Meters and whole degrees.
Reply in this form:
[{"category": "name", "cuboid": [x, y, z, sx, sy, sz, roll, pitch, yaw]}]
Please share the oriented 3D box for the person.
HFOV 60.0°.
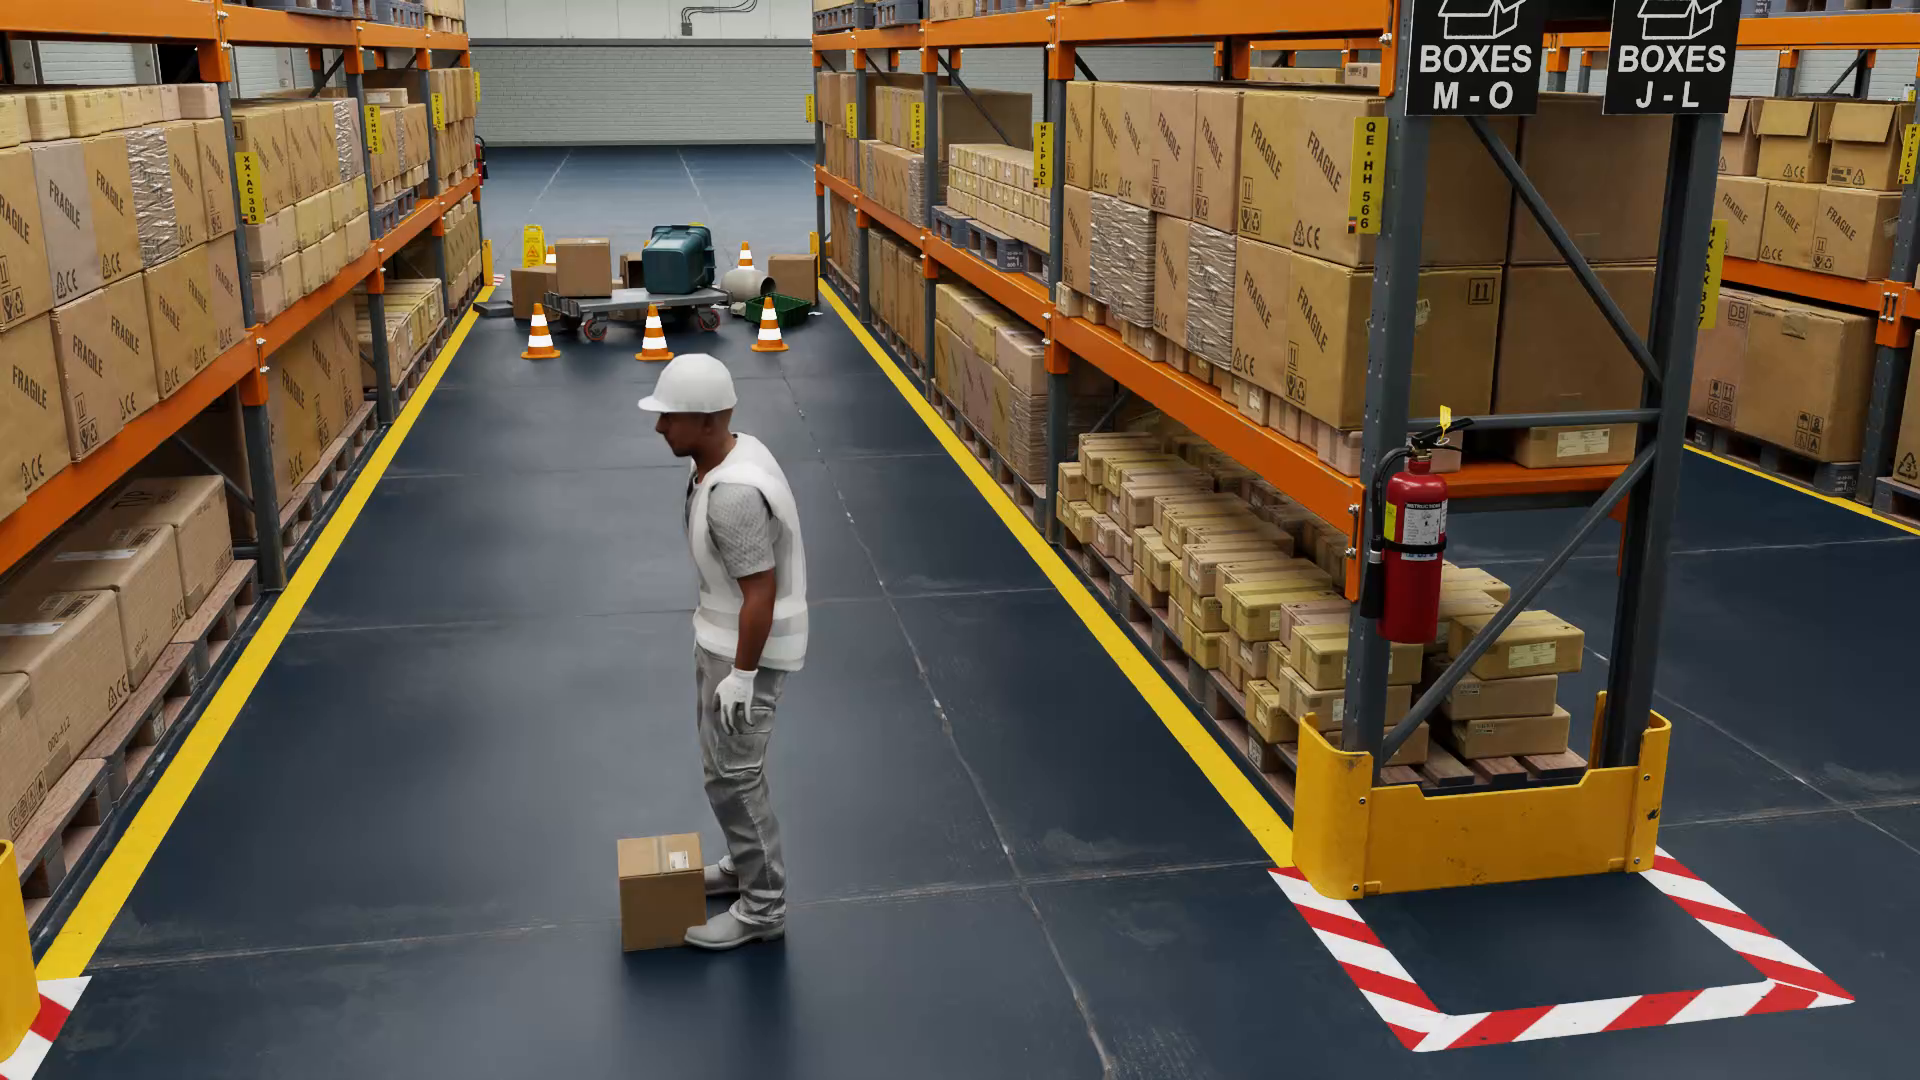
[{"category": "person", "cuboid": [-0.681, 0.324, 4.902, 0.453, 1.772, 0.615, -4, 17, -13]}]
